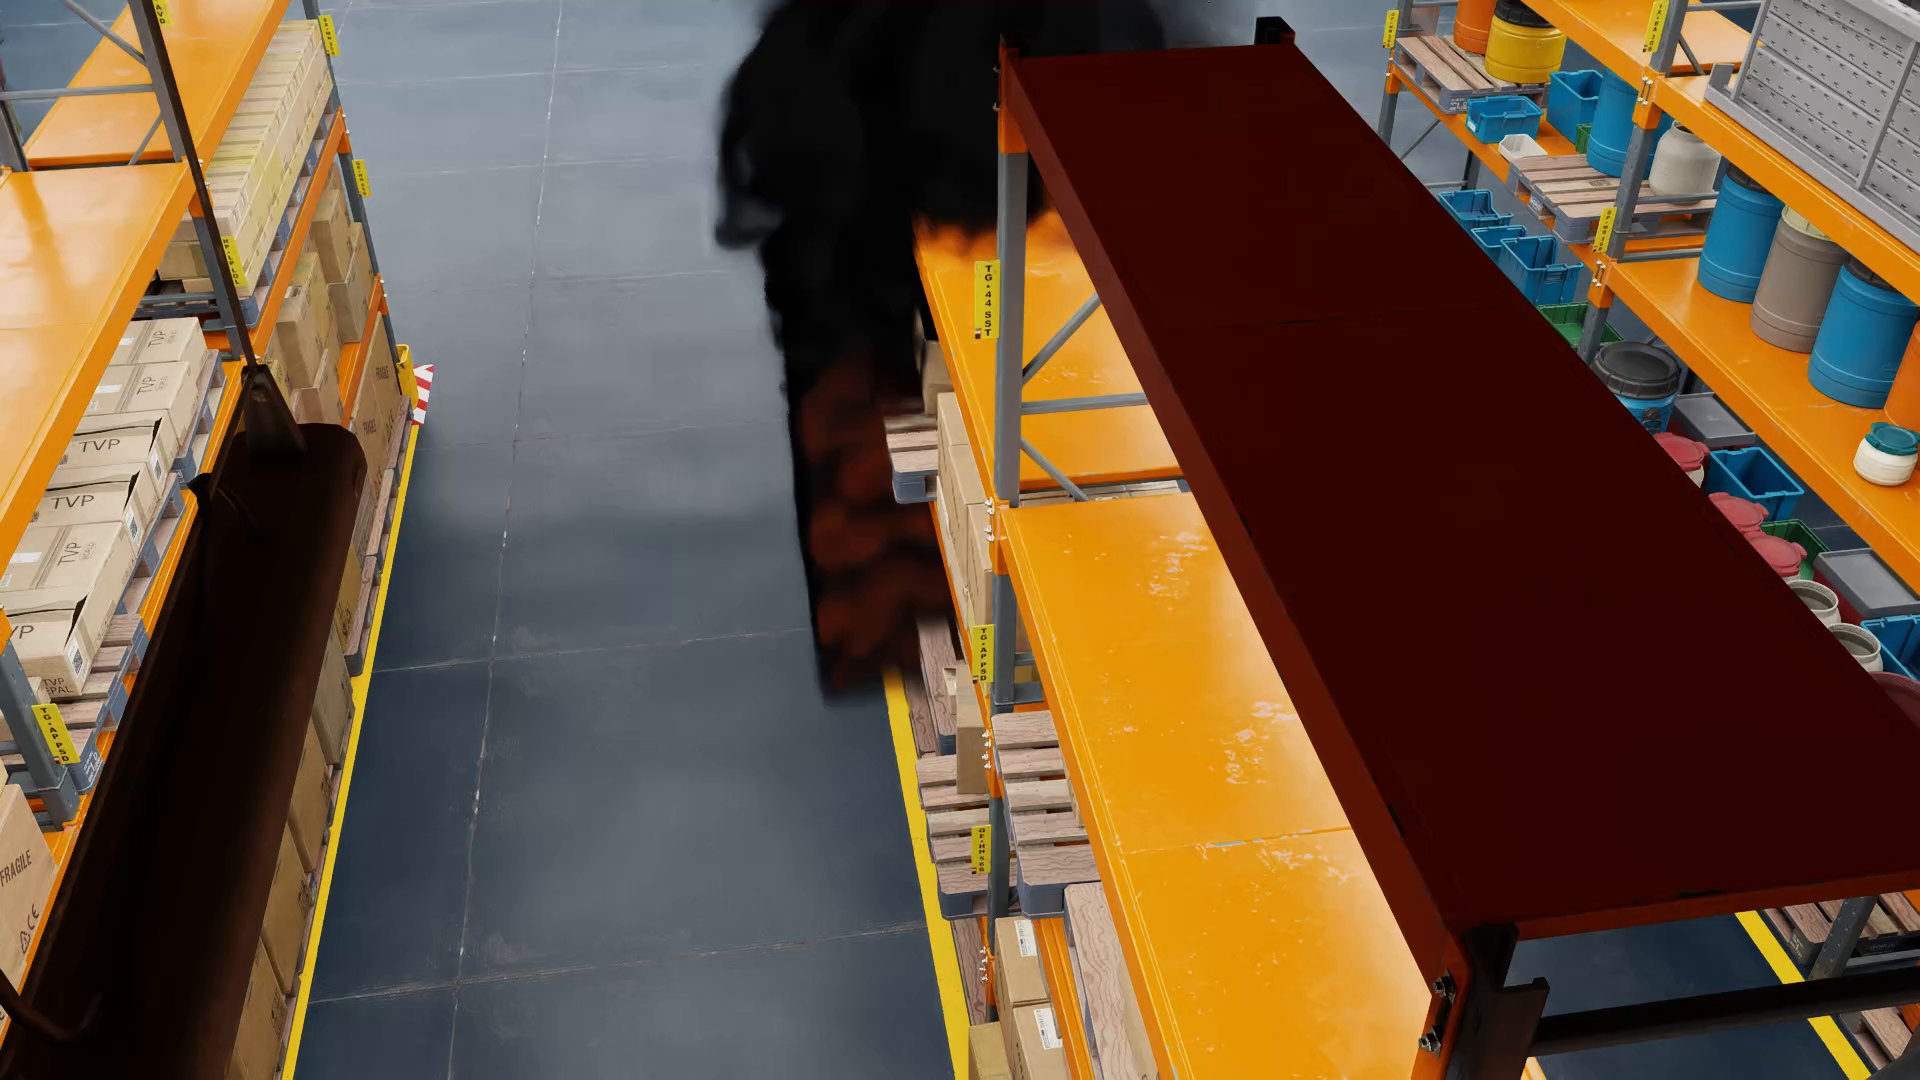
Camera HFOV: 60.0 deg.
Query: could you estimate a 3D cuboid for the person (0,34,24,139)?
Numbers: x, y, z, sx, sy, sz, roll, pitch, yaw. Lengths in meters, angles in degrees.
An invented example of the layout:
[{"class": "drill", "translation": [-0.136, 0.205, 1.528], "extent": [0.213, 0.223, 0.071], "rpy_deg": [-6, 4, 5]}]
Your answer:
[{"class": "person", "translation": [-11.531, -5.545, 19.537], "extent": [0.744, 1.798, 0.732], "rpy_deg": [25, 43, 30]}]
